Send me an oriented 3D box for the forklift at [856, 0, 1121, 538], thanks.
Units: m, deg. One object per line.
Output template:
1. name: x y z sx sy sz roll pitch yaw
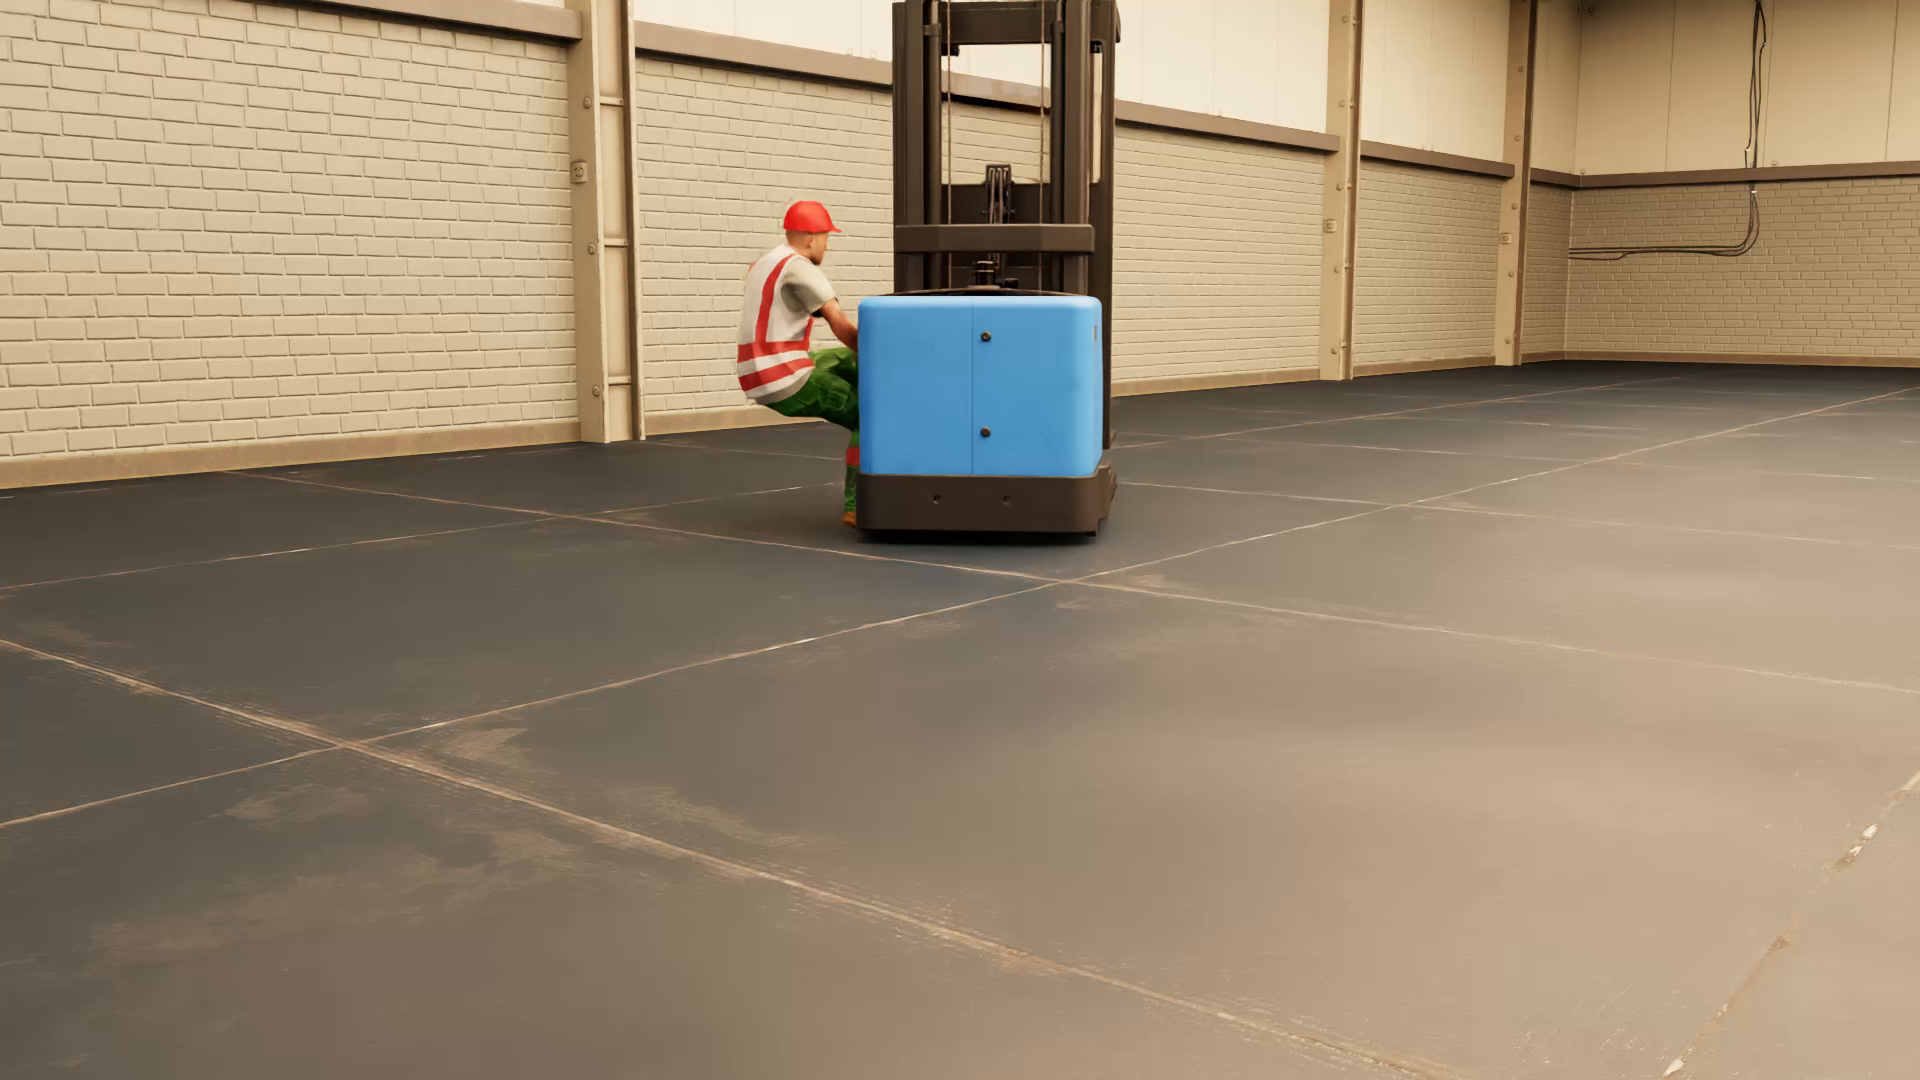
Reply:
1. forklift: 0.245 -1.635 8.457 1.130 2.935 3.031 1 8 7

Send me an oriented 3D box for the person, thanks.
1. person: -0.585 -0.783 7.741 0.897 1.553 0.787 -6 10 -34
